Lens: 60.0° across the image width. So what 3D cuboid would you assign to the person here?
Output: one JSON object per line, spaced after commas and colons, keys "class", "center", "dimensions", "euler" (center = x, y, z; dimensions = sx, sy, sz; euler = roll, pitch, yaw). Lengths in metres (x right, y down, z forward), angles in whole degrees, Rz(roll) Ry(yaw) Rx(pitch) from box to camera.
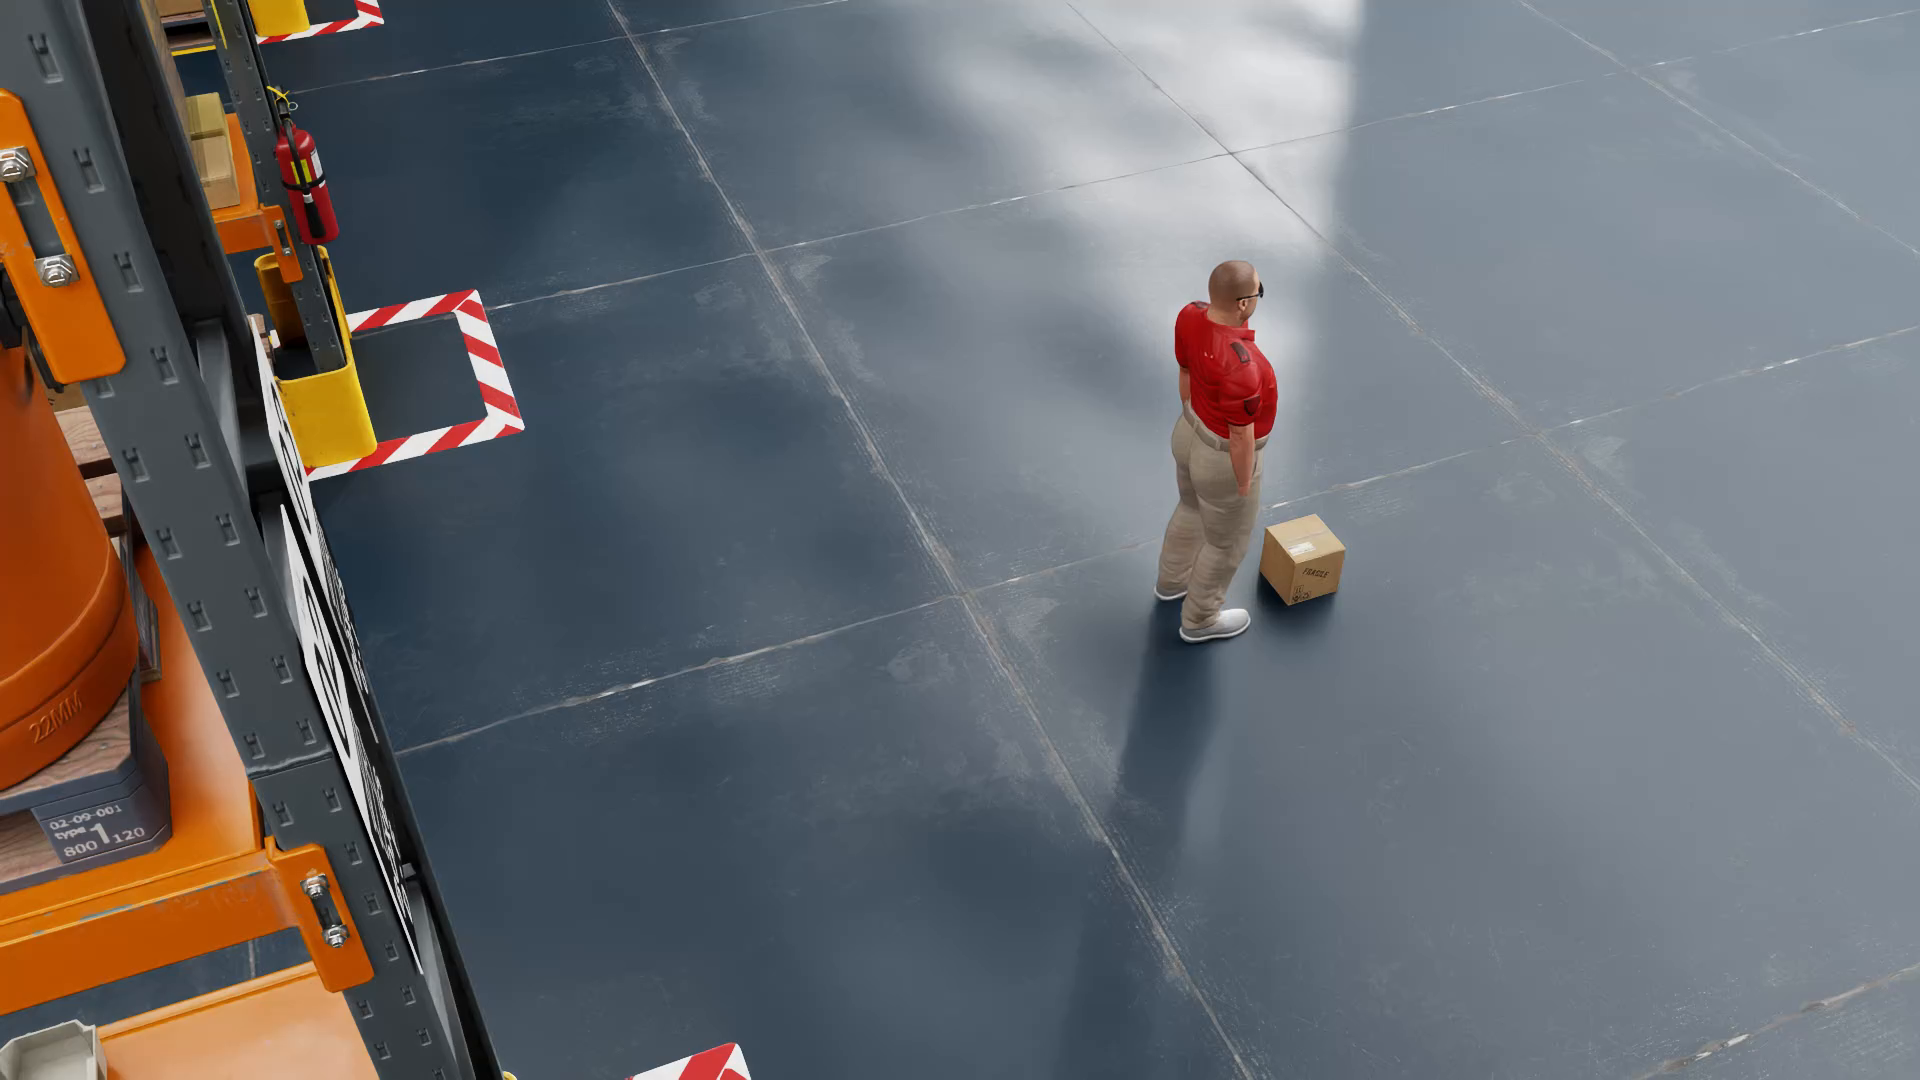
{"class": "person", "center": [1.034, -0.361, 6.589], "dimensions": [0.360, 1.725, 0.527], "euler": [-14, 43, -16]}
